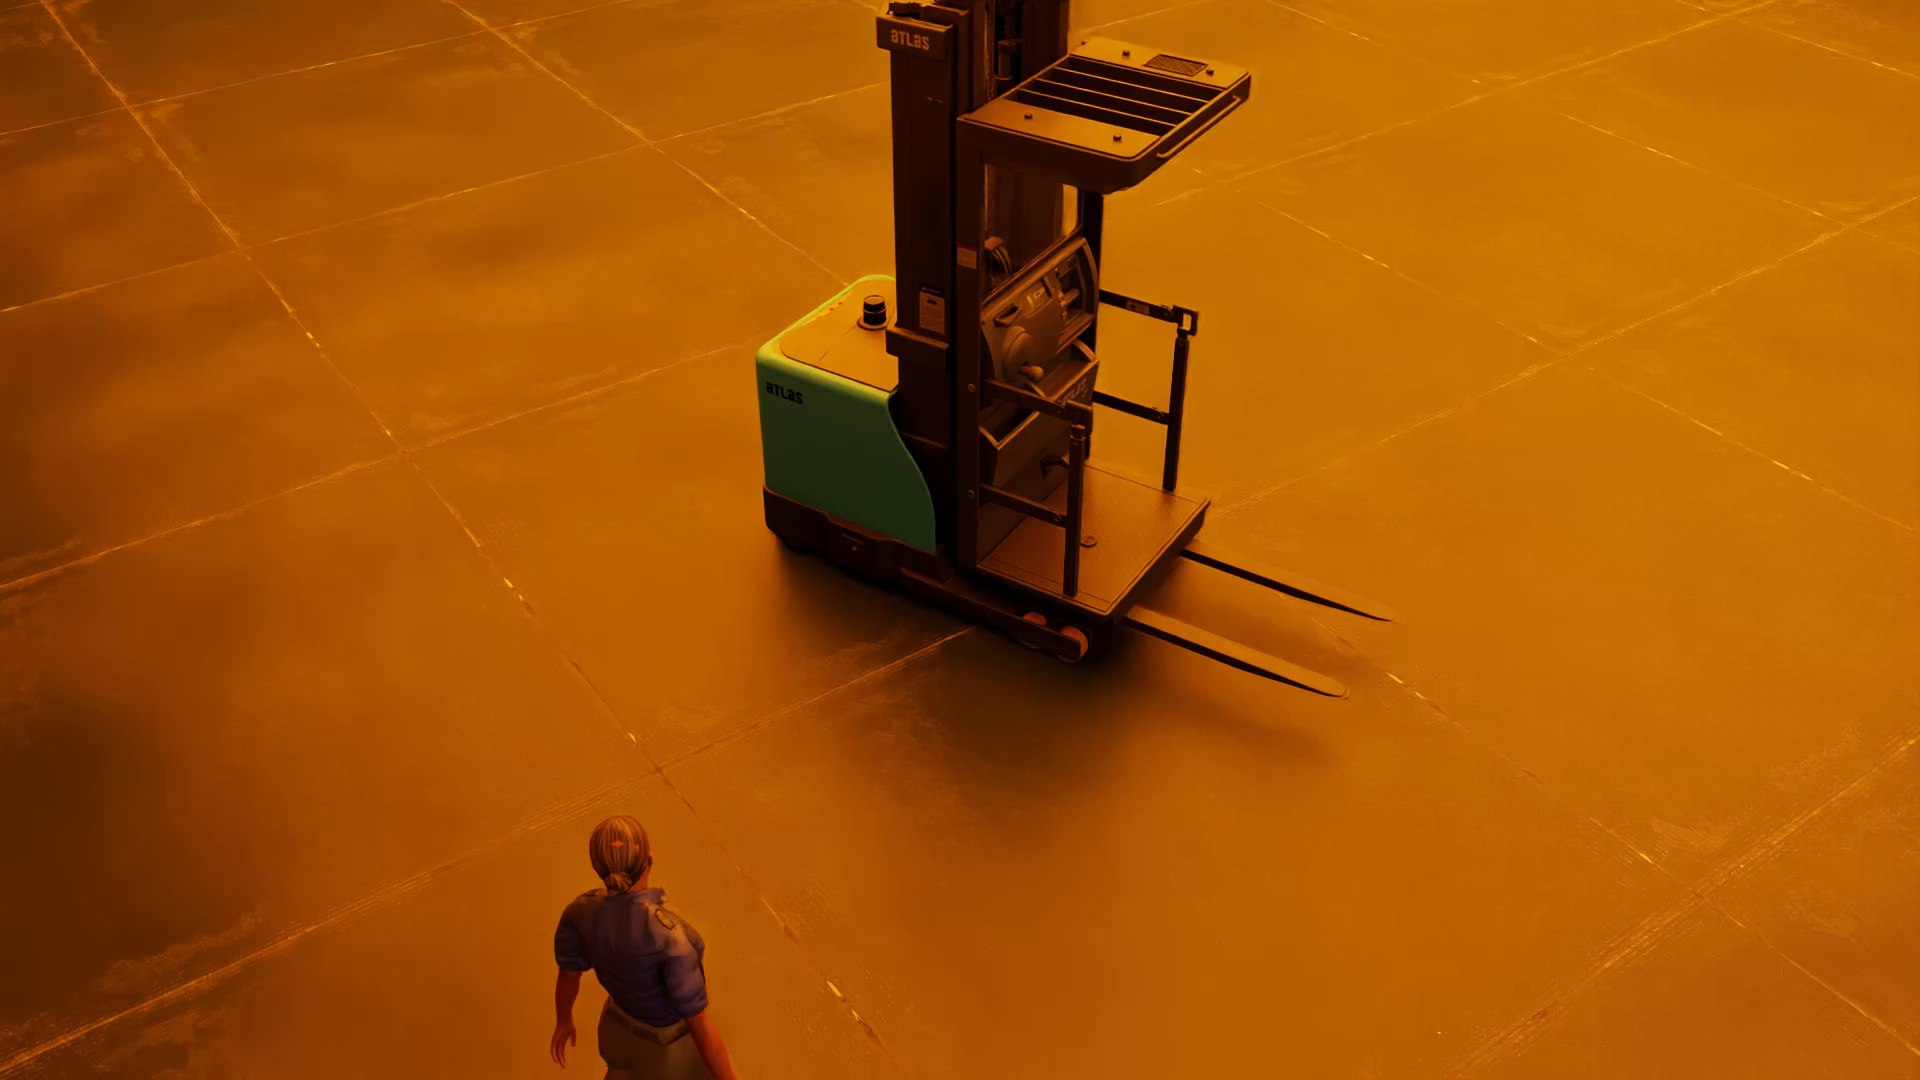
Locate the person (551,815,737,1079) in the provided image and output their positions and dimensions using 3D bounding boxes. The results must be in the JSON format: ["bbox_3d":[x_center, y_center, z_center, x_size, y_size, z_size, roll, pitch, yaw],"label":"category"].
[{"bbox_3d":[-0.959,1.524,5.032,0.812,1.632,0.409,21,41,26],"label":"person"}]

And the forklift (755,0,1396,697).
[{"bbox_3d":[0.535,-0.977,7.265,3.031,2.935,1.130,21,41,26],"label":"forklift"}]
